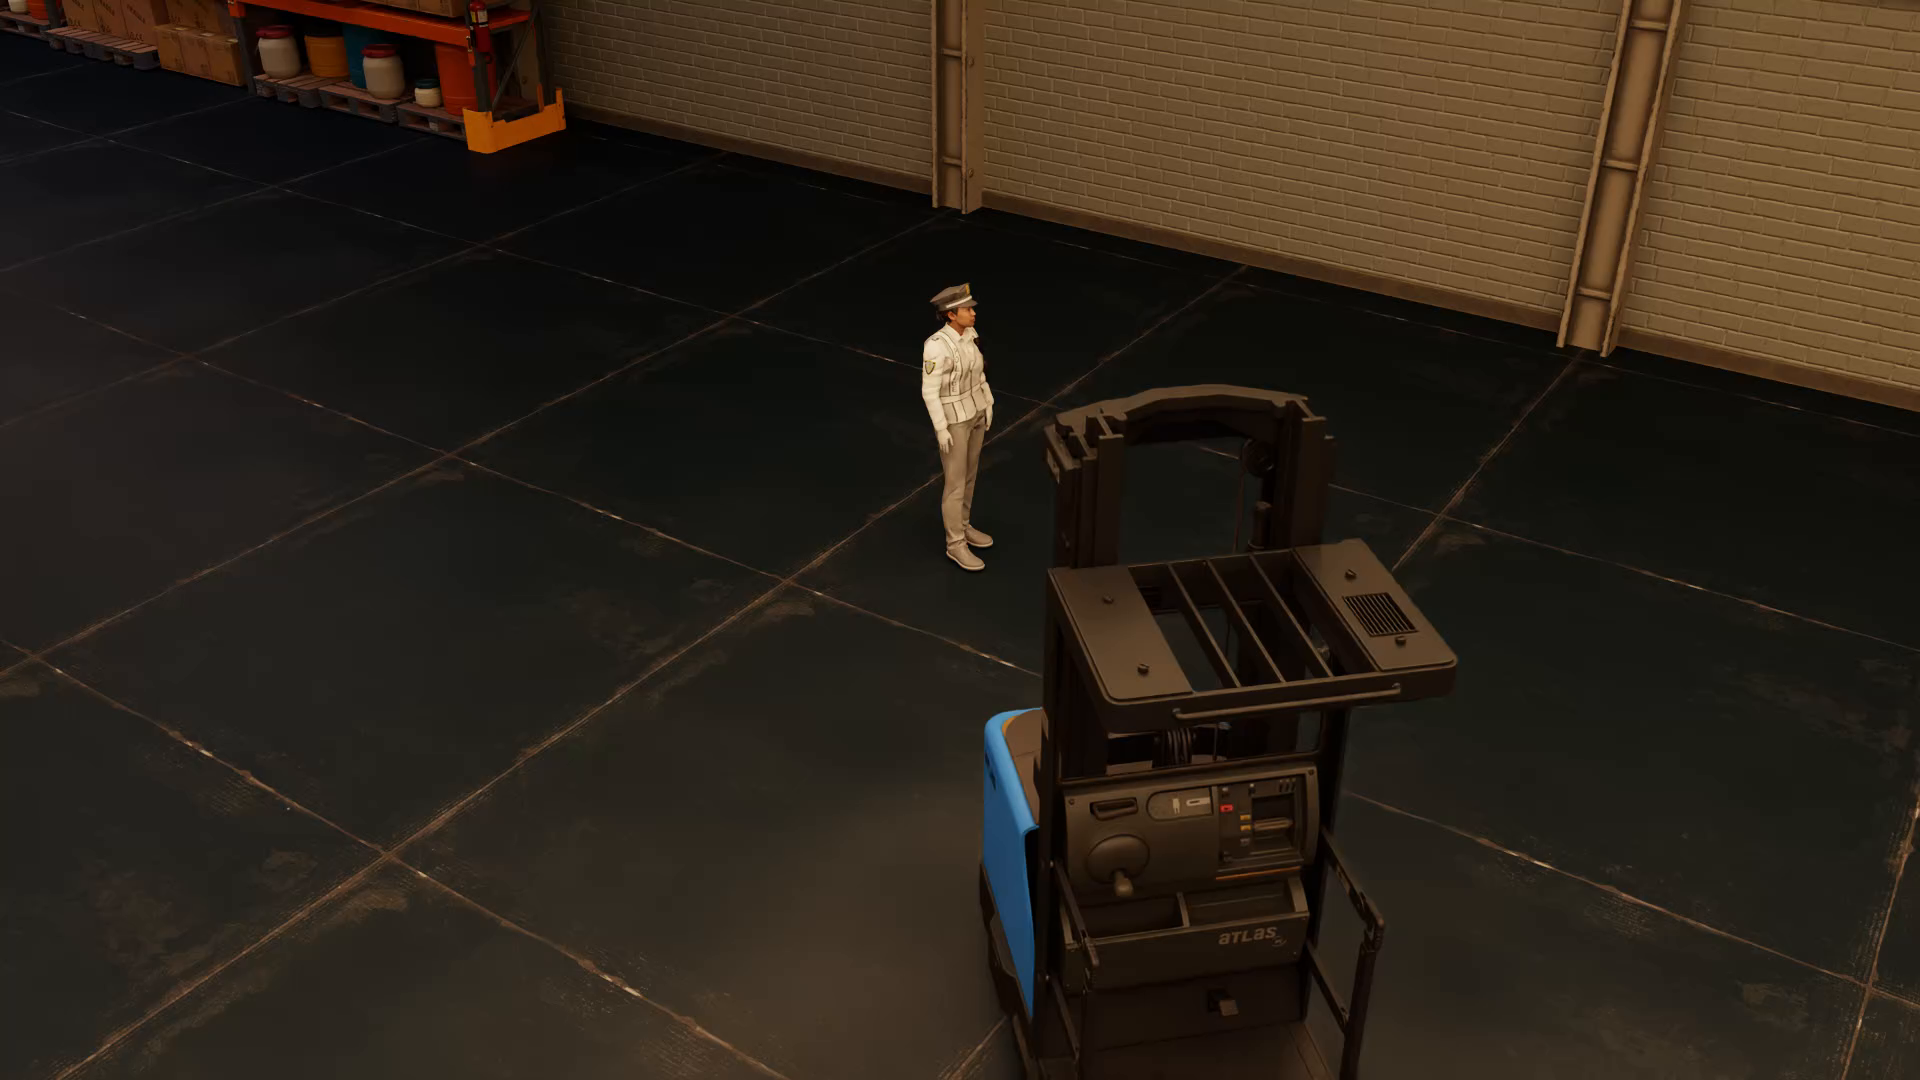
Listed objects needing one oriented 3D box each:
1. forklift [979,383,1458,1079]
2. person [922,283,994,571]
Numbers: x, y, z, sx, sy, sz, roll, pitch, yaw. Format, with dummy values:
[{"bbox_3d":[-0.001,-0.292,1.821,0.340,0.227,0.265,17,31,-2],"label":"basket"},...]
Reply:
[{"bbox_3d":[0.869,1.079,5.722,1.130,2.935,3.031,-5,31,-9],"label":"forklift"},{"bbox_3d":[0.052,-0.718,10.034,0.534,1.696,0.587,19,35,29],"label":"person"}]
